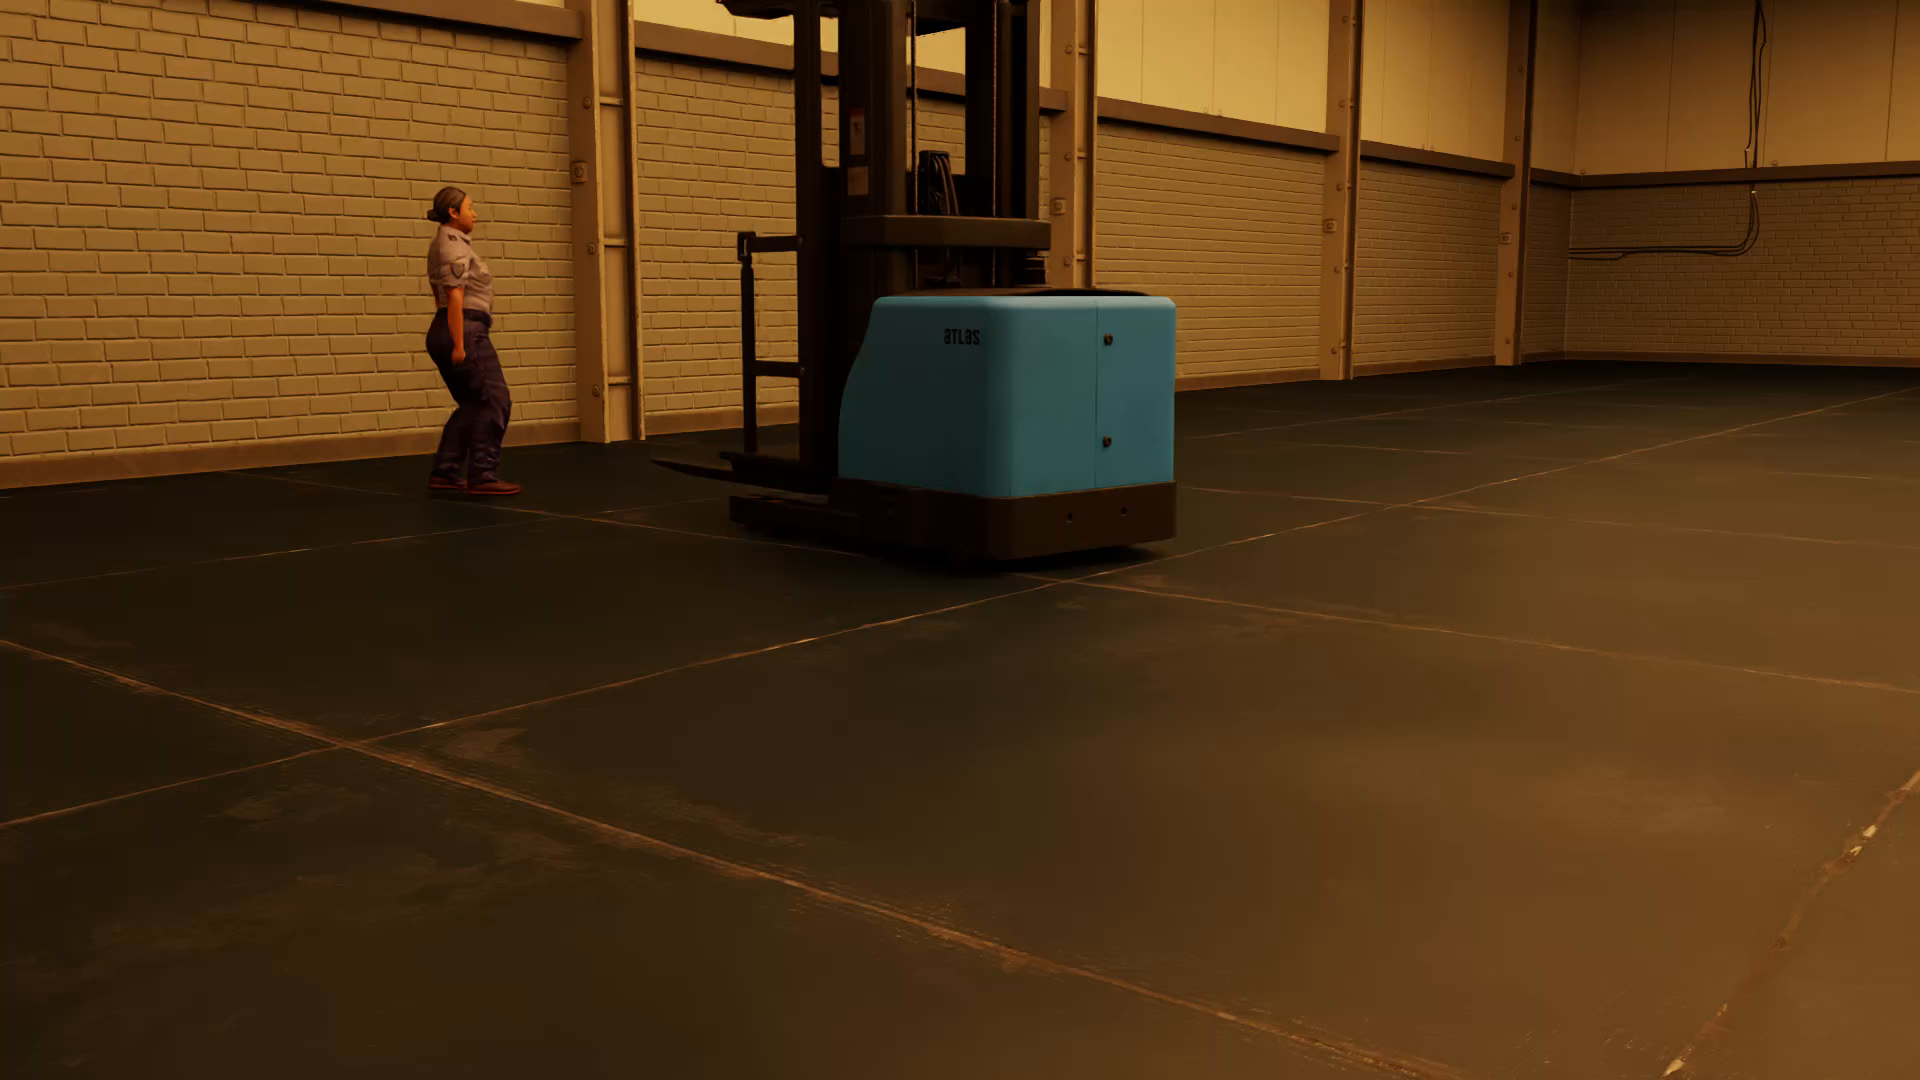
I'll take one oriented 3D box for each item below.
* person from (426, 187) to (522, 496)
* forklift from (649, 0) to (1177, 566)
[{"bbox_3d":[-2.633,-1.055,8.881,0.467,1.619,0.516,-4,9,-25],"label":"person"},{"bbox_3d":[-0.417,-1.513,7.624,1.130,2.935,3.031,-7,11,-39],"label":"forklift"}]
